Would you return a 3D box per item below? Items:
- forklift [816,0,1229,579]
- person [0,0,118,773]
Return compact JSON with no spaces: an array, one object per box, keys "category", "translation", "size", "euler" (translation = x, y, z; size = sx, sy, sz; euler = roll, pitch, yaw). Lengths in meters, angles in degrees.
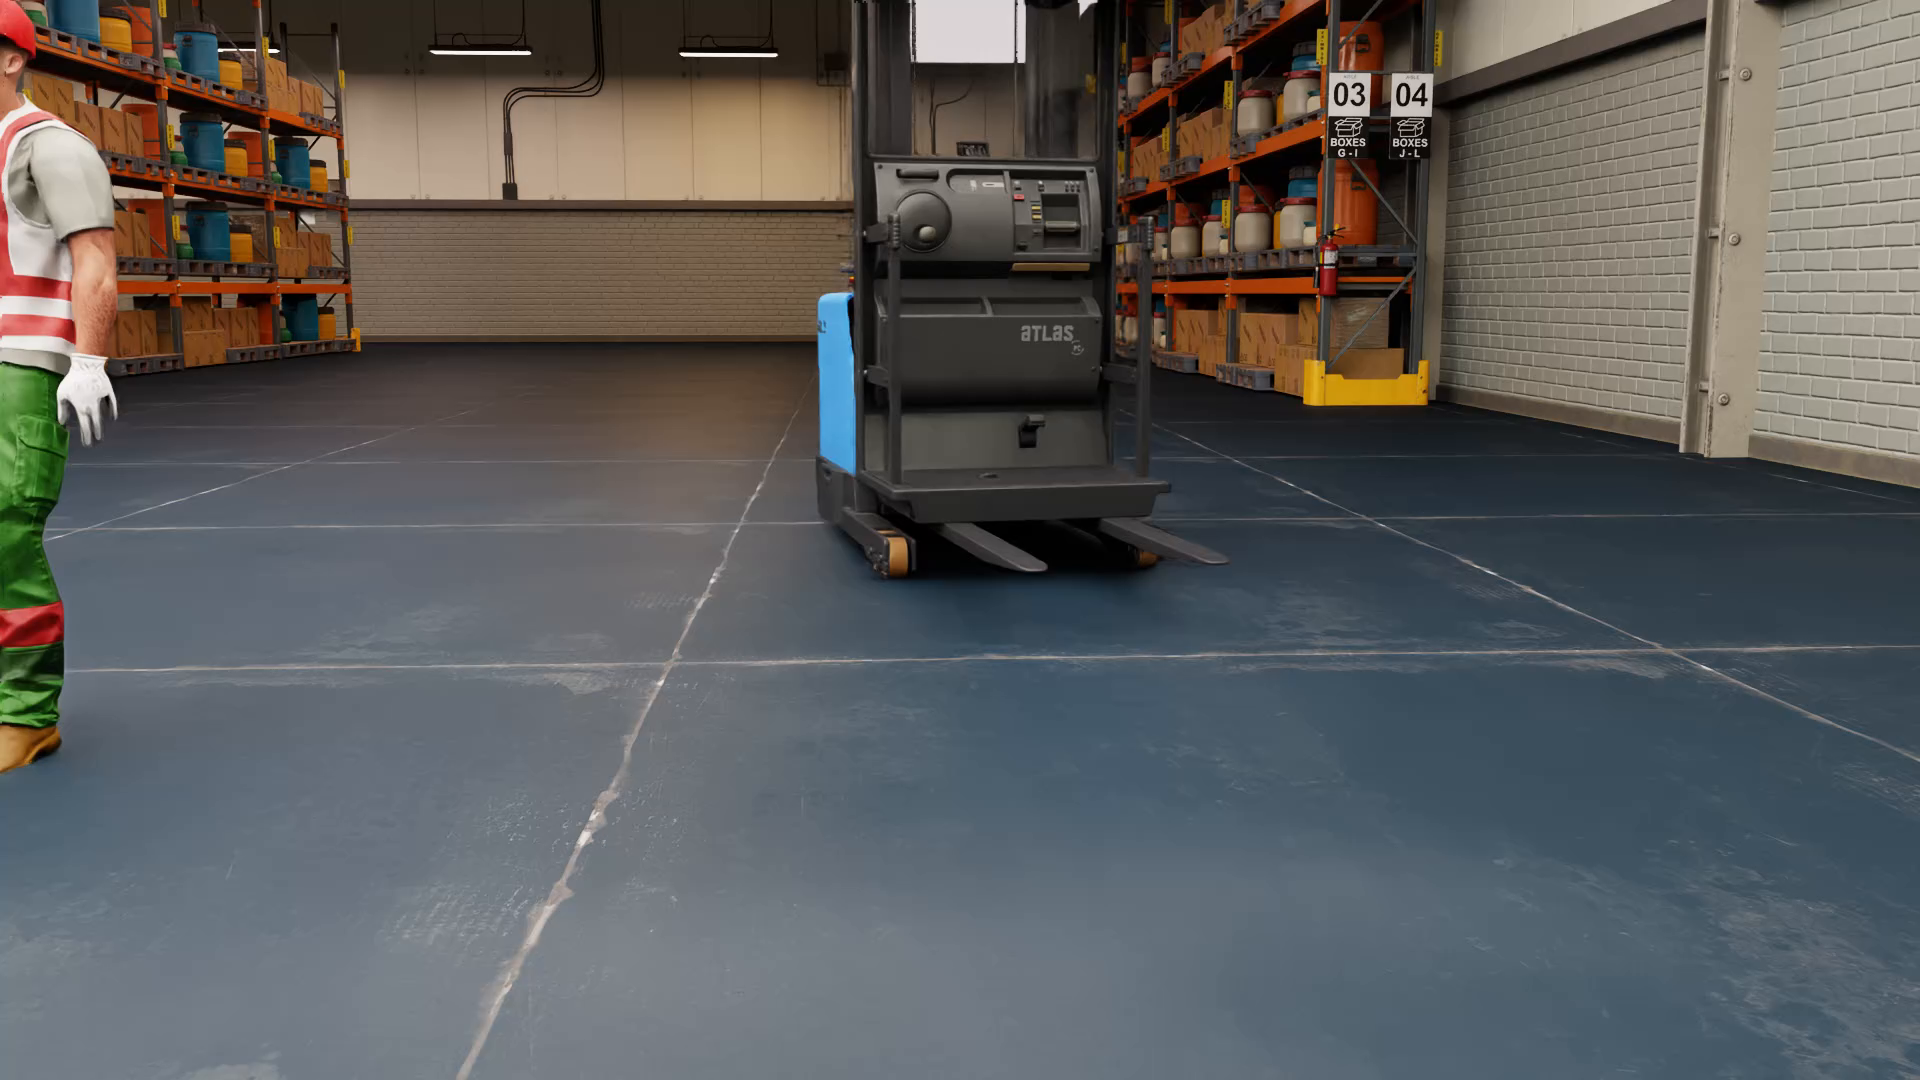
[{"category":"forklift","translation":[0.169,-1.361,6.500],"size":[1.130,2.935,3.031],"euler":[-2,9,-14]},{"category":"person","translation":[-2.321,-0.376,3.897],"size":[0.630,1.814,0.506],"euler":[4,9,26]}]
